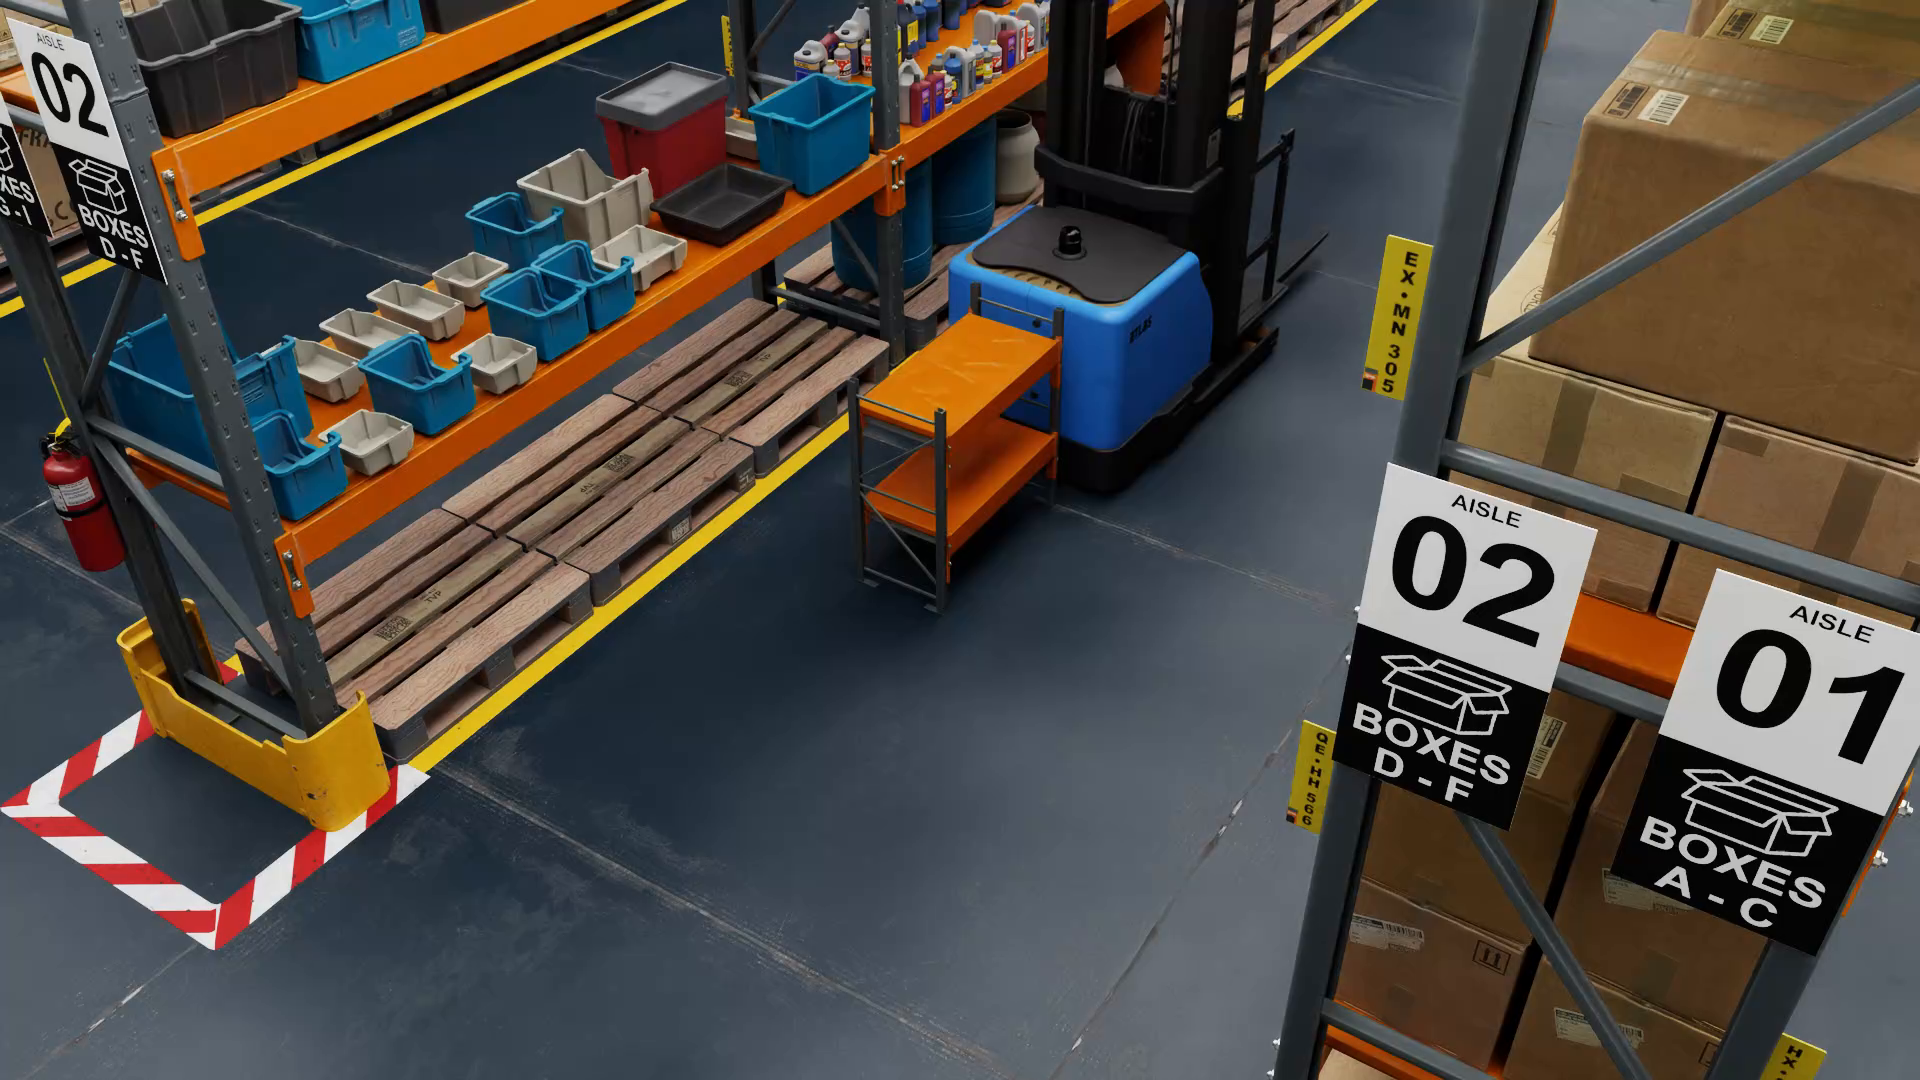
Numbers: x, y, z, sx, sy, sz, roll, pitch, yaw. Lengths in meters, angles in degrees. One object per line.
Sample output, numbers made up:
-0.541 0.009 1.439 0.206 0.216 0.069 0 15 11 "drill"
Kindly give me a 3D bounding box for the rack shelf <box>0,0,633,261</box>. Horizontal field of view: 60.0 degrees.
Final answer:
-1.837 -2.231 6.759 1.077 0.370 4.000 21 42 25 "rack shelf"

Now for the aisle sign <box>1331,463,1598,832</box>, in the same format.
0.976 0.231 3.304 0.394 0.787 0.004 21 42 25 "aisle sign"

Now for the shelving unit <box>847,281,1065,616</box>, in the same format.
-0.004 -0.442 7.842 0.538 1.125 1.048 21 42 25 "shelving unit"

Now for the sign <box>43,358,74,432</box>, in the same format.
-3.382 -0.533 6.290 0.100 0.325 0.005 21 42 25 "sign"

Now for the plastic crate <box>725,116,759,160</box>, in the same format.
-1.136 -2.085 8.604 0.396 0.136 0.243 21 42 25 "plastic crate"

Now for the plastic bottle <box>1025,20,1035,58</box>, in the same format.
0.385 -2.922 9.686 0.097 0.201 0.097 0 38 0 "plastic bottle"

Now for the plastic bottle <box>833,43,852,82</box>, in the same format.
-0.666 -2.707 9.407 0.097 0.201 0.097 0 38 0 "plastic bottle"

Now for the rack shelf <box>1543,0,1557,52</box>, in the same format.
2.343 -1.795 3.740 1.077 0.370 4.000 21 42 25 "rack shelf"

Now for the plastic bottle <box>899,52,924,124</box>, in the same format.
-0.282 -2.436 8.933 0.144 0.351 0.185 21 42 25 "plastic bottle"

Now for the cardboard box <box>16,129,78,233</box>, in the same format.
-5.851 -2.526 10.405 0.875 0.875 0.875 21 42 25 "cardboard box"

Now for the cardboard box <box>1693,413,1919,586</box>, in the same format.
1.767 -0.181 3.224 0.500 0.250 0.500 21 42 25 "cardboard box"

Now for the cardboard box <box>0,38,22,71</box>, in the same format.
-5.660 -2.822 9.599 0.380 0.149 0.250 22 43 26 "cardboard box"

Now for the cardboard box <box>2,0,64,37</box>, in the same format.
-5.511 -3.193 9.754 0.500 0.250 0.500 22 43 26 "cardboard box"

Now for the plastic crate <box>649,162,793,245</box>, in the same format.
-1.139 -1.609 7.996 0.437 0.125 0.590 21 42 25 "plastic crate"

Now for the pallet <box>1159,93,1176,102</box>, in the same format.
0.990 -2.897 11.774 1.003 0.211 1.213 21 42 25 "pallet"

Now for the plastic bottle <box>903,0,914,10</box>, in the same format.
-0.362 -3.067 9.813 0.152 0.276 0.135 21 42 25 "plastic bottle"

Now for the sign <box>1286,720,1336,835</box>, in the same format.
0.814 0.550 3.812 0.100 0.325 0.005 21 42 25 "sign"

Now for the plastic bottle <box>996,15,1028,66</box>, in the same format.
0.300 -2.901 9.598 0.152 0.276 0.135 21 42 25 "plastic bottle"

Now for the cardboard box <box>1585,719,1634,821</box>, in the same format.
1.557 0.697 4.746 0.500 0.500 0.500 22 43 25 "cardboard box"

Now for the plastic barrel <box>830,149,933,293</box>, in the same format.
-0.460 -1.969 9.662 0.600 0.901 0.708 21 42 25 "plastic barrel"

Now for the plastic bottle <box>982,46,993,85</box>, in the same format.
0.137 -2.684 9.377 0.097 0.201 0.097 0 38 0 "plastic bottle"

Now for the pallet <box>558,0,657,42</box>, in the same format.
-3.291 -4.555 13.925 1.003 0.211 1.213 21 42 25 "pallet"

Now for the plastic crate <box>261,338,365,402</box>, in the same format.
-2.625 -0.696 6.802 0.396 0.136 0.243 21 42 25 "plastic crate"

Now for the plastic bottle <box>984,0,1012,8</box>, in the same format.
0.241 -3.508 10.323 0.144 0.351 0.185 21 42 25 "plastic bottle"

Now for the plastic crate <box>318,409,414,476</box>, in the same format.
-2.257 -0.374 6.385 0.250 0.136 0.298 21 42 25 "plastic crate"

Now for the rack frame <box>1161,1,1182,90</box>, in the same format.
1.377 -4.421 11.468 1.000 3.000 0.127 21 42 25 "rack frame"

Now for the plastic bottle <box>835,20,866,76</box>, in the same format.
-0.632 -2.807 9.476 0.152 0.276 0.135 21 42 25 "plastic bottle"

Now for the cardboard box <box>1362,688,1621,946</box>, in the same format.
1.278 0.570 4.092 0.500 0.500 0.500 21 42 25 "cardboard box"

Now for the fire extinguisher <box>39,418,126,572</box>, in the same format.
-3.373 -0.189 6.347 0.296 0.674 0.183 21 42 25 "fire extinguisher"

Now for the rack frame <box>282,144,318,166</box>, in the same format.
-4.948 -3.979 10.894 1.000 3.000 0.127 21 42 25 "rack frame"

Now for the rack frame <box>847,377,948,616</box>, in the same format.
-0.276 -0.180 7.502 0.500 1.125 0.032 21 42 25 "rack frame"

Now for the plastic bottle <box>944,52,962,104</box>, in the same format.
-0.039 -2.542 9.135 0.097 0.271 0.097 0 38 0 "plastic bottle"

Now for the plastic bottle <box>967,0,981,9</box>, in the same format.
0.041 -3.488 10.298 0.144 0.351 0.185 21 42 25 "plastic bottle"

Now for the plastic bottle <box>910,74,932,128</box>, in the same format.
-0.209 -2.362 8.892 0.061 0.283 0.133 21 42 25 "plastic bottle"

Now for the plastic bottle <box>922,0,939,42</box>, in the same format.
-0.174 -3.103 9.864 0.097 0.271 0.097 0 38 0 "plastic bottle"

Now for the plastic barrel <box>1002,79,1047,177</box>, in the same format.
0.524 -2.792 10.986 0.600 0.588 0.708 21 42 25 "plastic barrel"

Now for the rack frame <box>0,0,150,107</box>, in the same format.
-2.909 -2.673 4.286 1.000 3.000 0.127 21 42 25 "rack frame"

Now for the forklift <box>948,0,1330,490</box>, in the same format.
1.171 -2.272 8.736 1.130 2.935 3.031 23 43 26 "forklift"

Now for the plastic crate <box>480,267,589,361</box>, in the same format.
-1.793 -0.953 7.056 0.416 0.233 0.300 21 42 25 "plastic crate"

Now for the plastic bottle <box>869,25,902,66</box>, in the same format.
-0.428 -2.873 9.500 0.144 0.351 0.185 21 42 25 "plastic bottle"

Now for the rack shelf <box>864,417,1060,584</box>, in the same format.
-0.004 -0.248 7.991 0.538 0.278 1.000 21 42 25 "rack shelf"

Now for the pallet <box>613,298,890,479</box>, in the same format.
-1.127 -0.863 9.136 1.003 0.211 1.213 21 42 25 "pallet"

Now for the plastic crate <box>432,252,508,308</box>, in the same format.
-2.186 -1.151 7.392 0.298 0.136 0.250 21 42 25 "plastic crate"

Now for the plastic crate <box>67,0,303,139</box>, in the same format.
-2.467 -1.540 5.381 0.497 0.269 0.590 21 42 25 "plastic crate"

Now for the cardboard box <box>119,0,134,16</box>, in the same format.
-5.248 -3.218 10.112 0.380 0.149 0.250 22 43 26 "cardboard box"

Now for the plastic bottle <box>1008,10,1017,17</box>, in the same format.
0.309 -3.022 9.816 0.097 0.201 0.097 0 38 0 "plastic bottle"

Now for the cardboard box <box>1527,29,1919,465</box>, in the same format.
1.533 -0.568 3.112 0.700 0.500 0.500 21 42 25 "cardboard box"

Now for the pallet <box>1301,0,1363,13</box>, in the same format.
3.132 -4.961 14.452 1.003 0.211 1.213 21 42 25 "pallet"
